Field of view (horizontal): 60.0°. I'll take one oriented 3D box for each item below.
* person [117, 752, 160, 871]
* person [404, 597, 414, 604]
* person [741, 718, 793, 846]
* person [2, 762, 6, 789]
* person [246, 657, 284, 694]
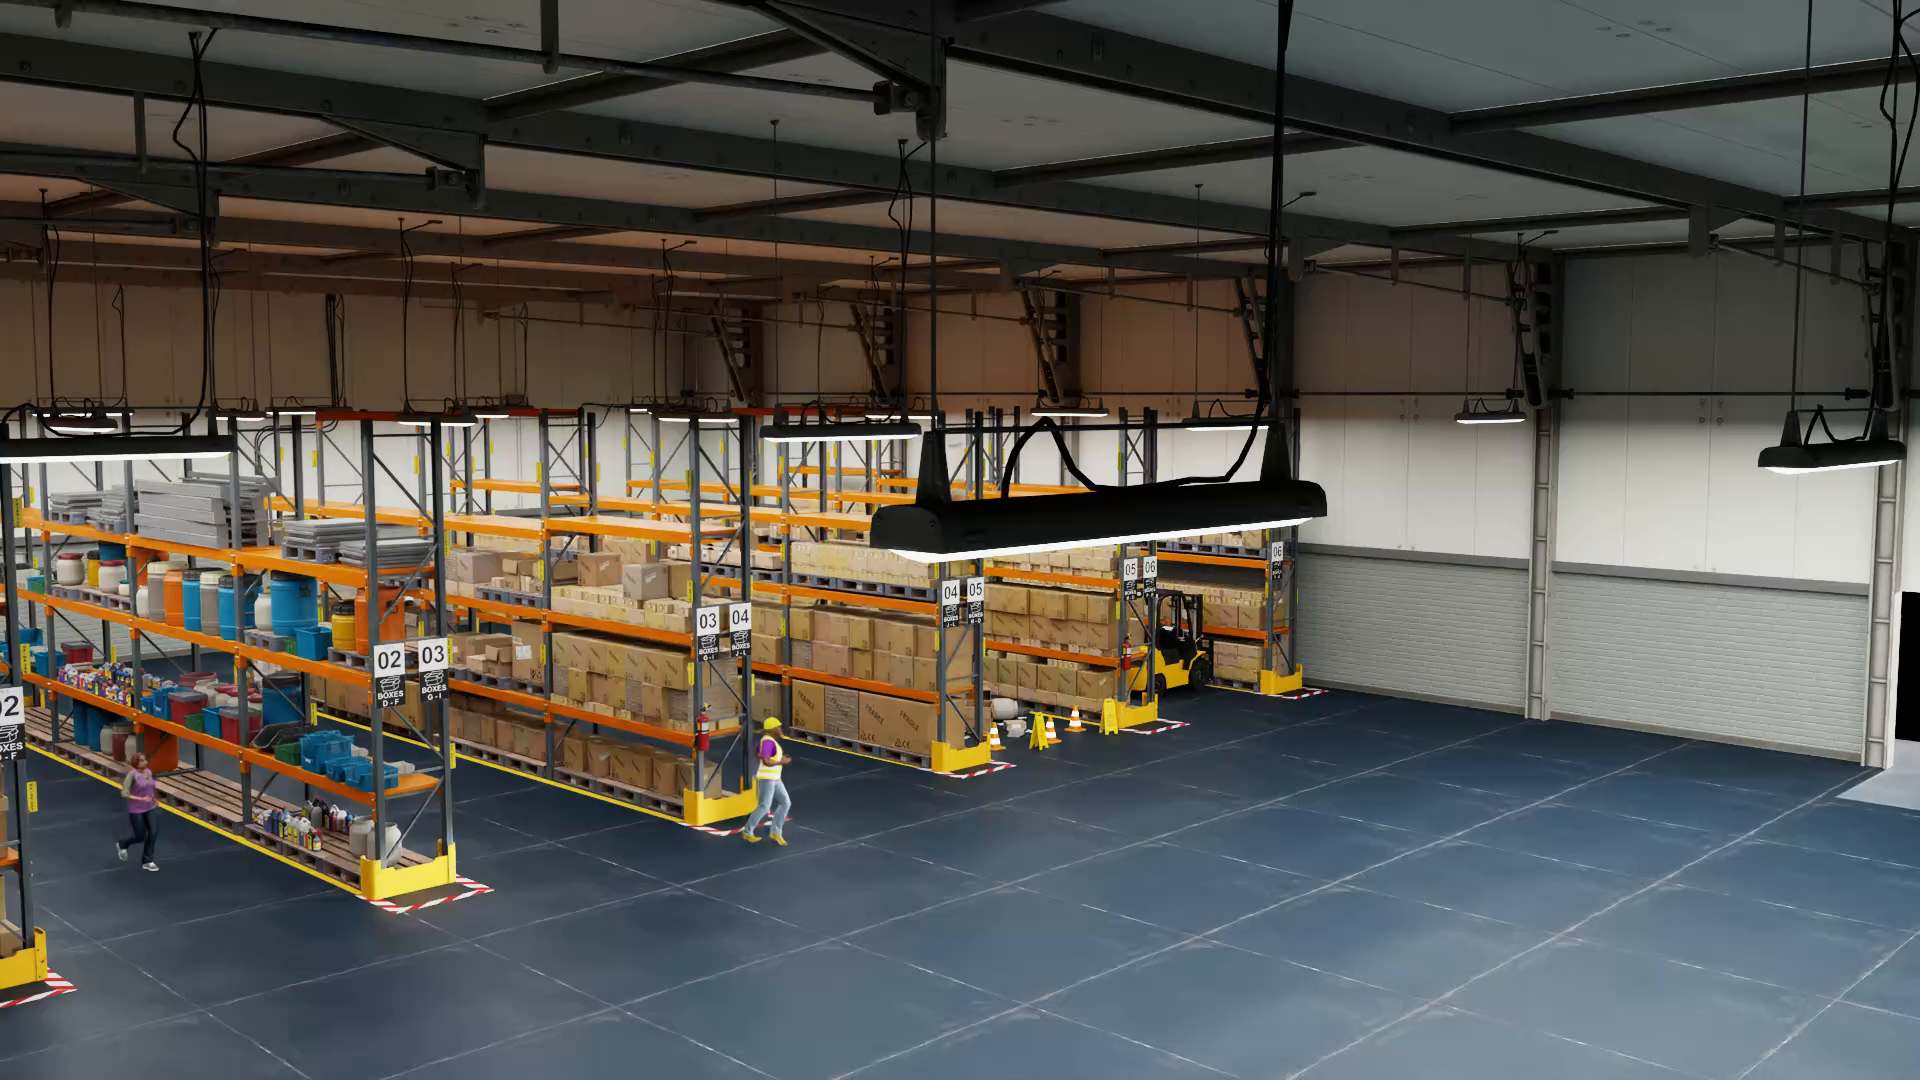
[{"bbox_3d":[-10.908,3.593,22.093,0.682,1.566,0.546,2,5,22],"label":"person"},{"bbox_3d":[-12.614,2.134,37.891,0.747,1.693,0.531,-2,5,-18],"label":"person"},{"bbox_3d":[-2.683,3.399,23.440,0.714,1.788,0.703,1,5,7],"label":"person"},{"bbox_3d":[-14.147,3.446,24.158,0.578,1.531,0.582,3,6,34],"label":"person"},{"bbox_3d":[-13.096,2.663,31.388,0.711,1.795,1.037,-5,7,-45],"label":"person"}]
